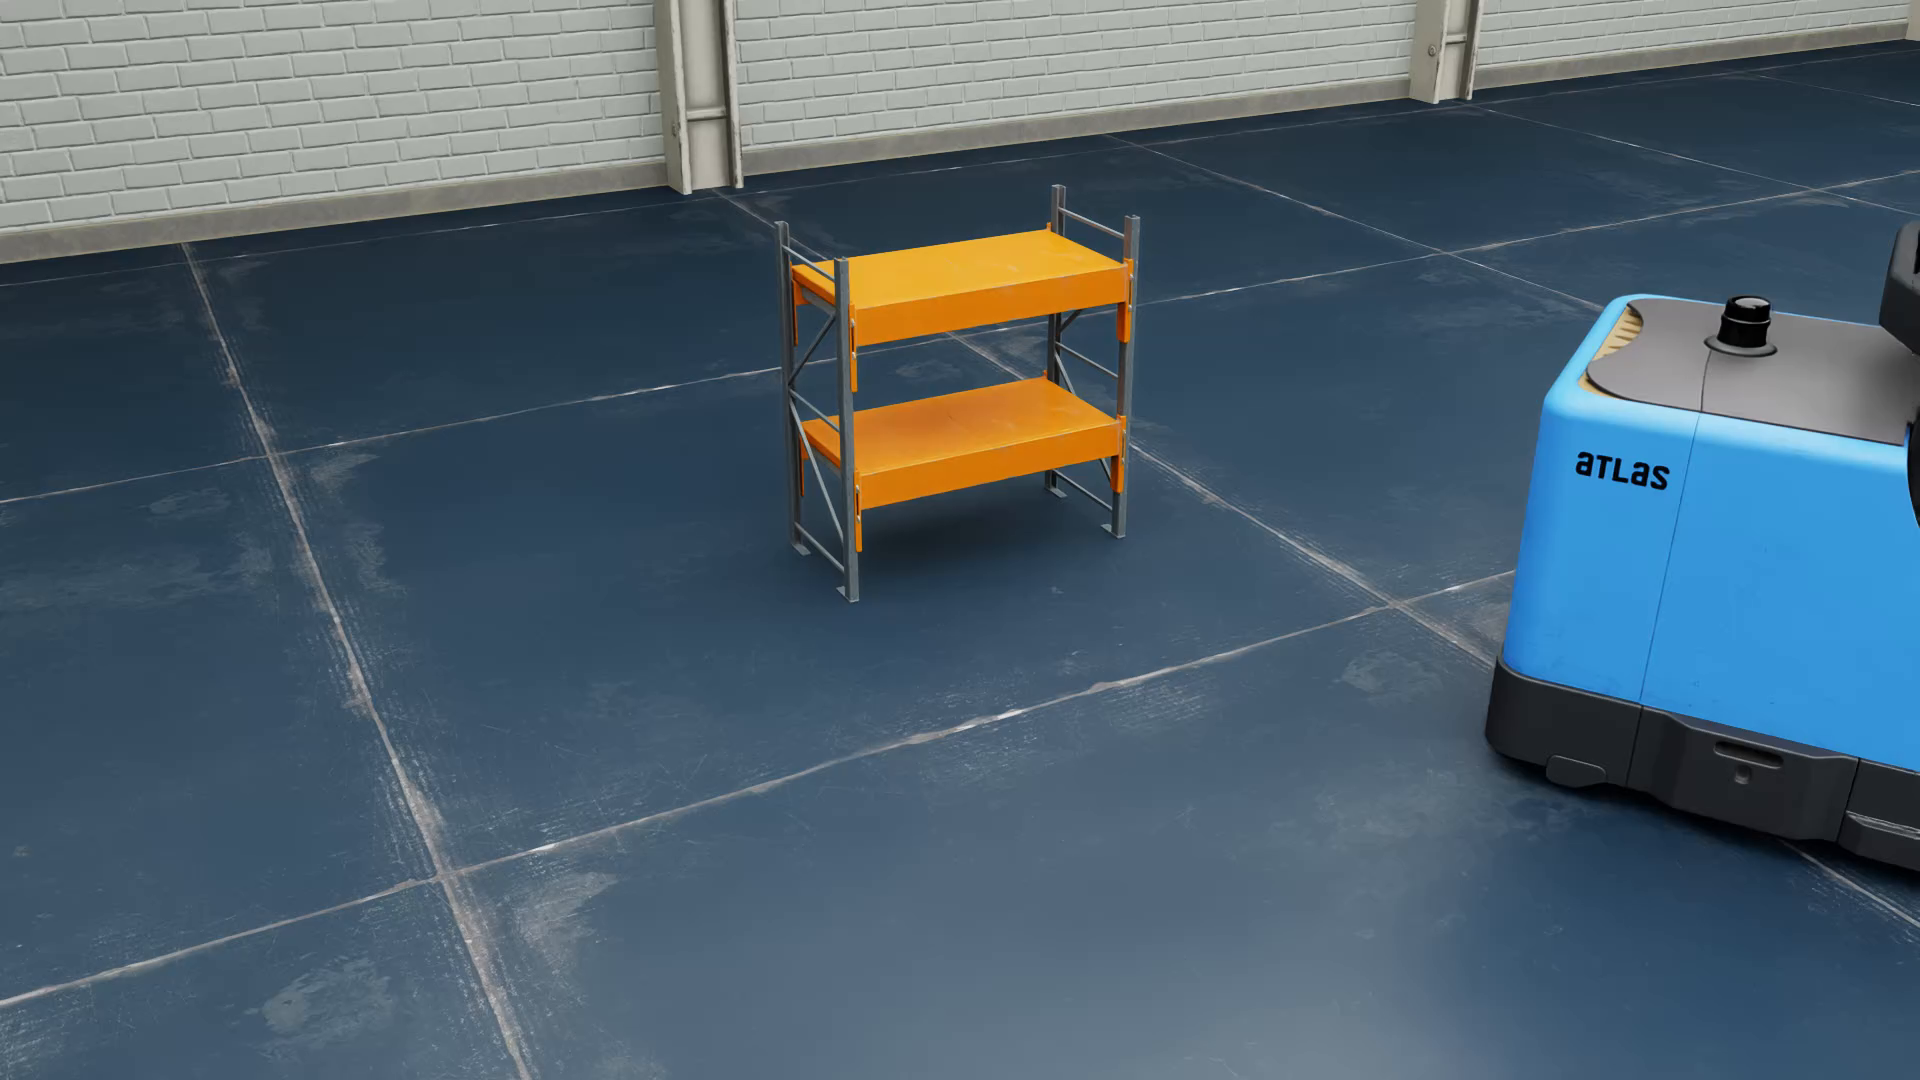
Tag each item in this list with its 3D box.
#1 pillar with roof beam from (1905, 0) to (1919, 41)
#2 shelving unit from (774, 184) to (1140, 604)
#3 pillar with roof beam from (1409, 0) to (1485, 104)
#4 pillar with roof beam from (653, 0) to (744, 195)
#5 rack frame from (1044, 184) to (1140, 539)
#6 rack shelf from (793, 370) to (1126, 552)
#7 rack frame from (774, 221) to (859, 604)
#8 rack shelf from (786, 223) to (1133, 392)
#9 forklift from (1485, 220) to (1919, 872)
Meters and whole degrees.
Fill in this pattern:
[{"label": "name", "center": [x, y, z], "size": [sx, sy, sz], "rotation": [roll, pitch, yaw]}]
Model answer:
[{"label": "pillar with roof beam", "center": [11.031, -7.060, 10.057], "size": [0.400, 9.000, 9.100], "rotation": [-13, 29, -25]}, {"label": "shelving unit", "center": [-0.006, -0.506, 5.504], "size": [1.048, 1.125, 0.538], "rotation": [-13, 29, -25]}, {"label": "pillar with roof beam", "center": [5.736, -5.838, 7.512], "size": [0.400, 9.000, 9.100], "rotation": [-13, 29, -25]}, {"label": "pillar with roof beam", "center": [0.442, -4.616, 4.967], "size": [0.400, 9.000, 9.100], "rotation": [-13, 29, -25]}, {"label": "rack frame", "center": [0.443, -0.609, 5.719], "size": [0.032, 1.125, 0.500], "rotation": [-13, 29, -25]}, {"label": "rack shelf", "center": [-0.006, -0.285, 5.609], "size": [1.000, 0.278, 0.538], "rotation": [-13, 29, -25]}, {"label": "rack frame", "center": [-0.455, -0.402, 5.288], "size": [0.032, 1.125, 0.500], "rotation": [-13, 29, -25]}, {"label": "rack shelf", "center": [-0.006, -0.770, 5.377], "size": [1.000, 0.278, 0.538], "rotation": [-13, 29, -25]}, {"label": "forklift", "center": [2.952, -0.579, 3.570], "size": [3.031, 2.935, 1.130], "rotation": [14, 29, 26]}]
